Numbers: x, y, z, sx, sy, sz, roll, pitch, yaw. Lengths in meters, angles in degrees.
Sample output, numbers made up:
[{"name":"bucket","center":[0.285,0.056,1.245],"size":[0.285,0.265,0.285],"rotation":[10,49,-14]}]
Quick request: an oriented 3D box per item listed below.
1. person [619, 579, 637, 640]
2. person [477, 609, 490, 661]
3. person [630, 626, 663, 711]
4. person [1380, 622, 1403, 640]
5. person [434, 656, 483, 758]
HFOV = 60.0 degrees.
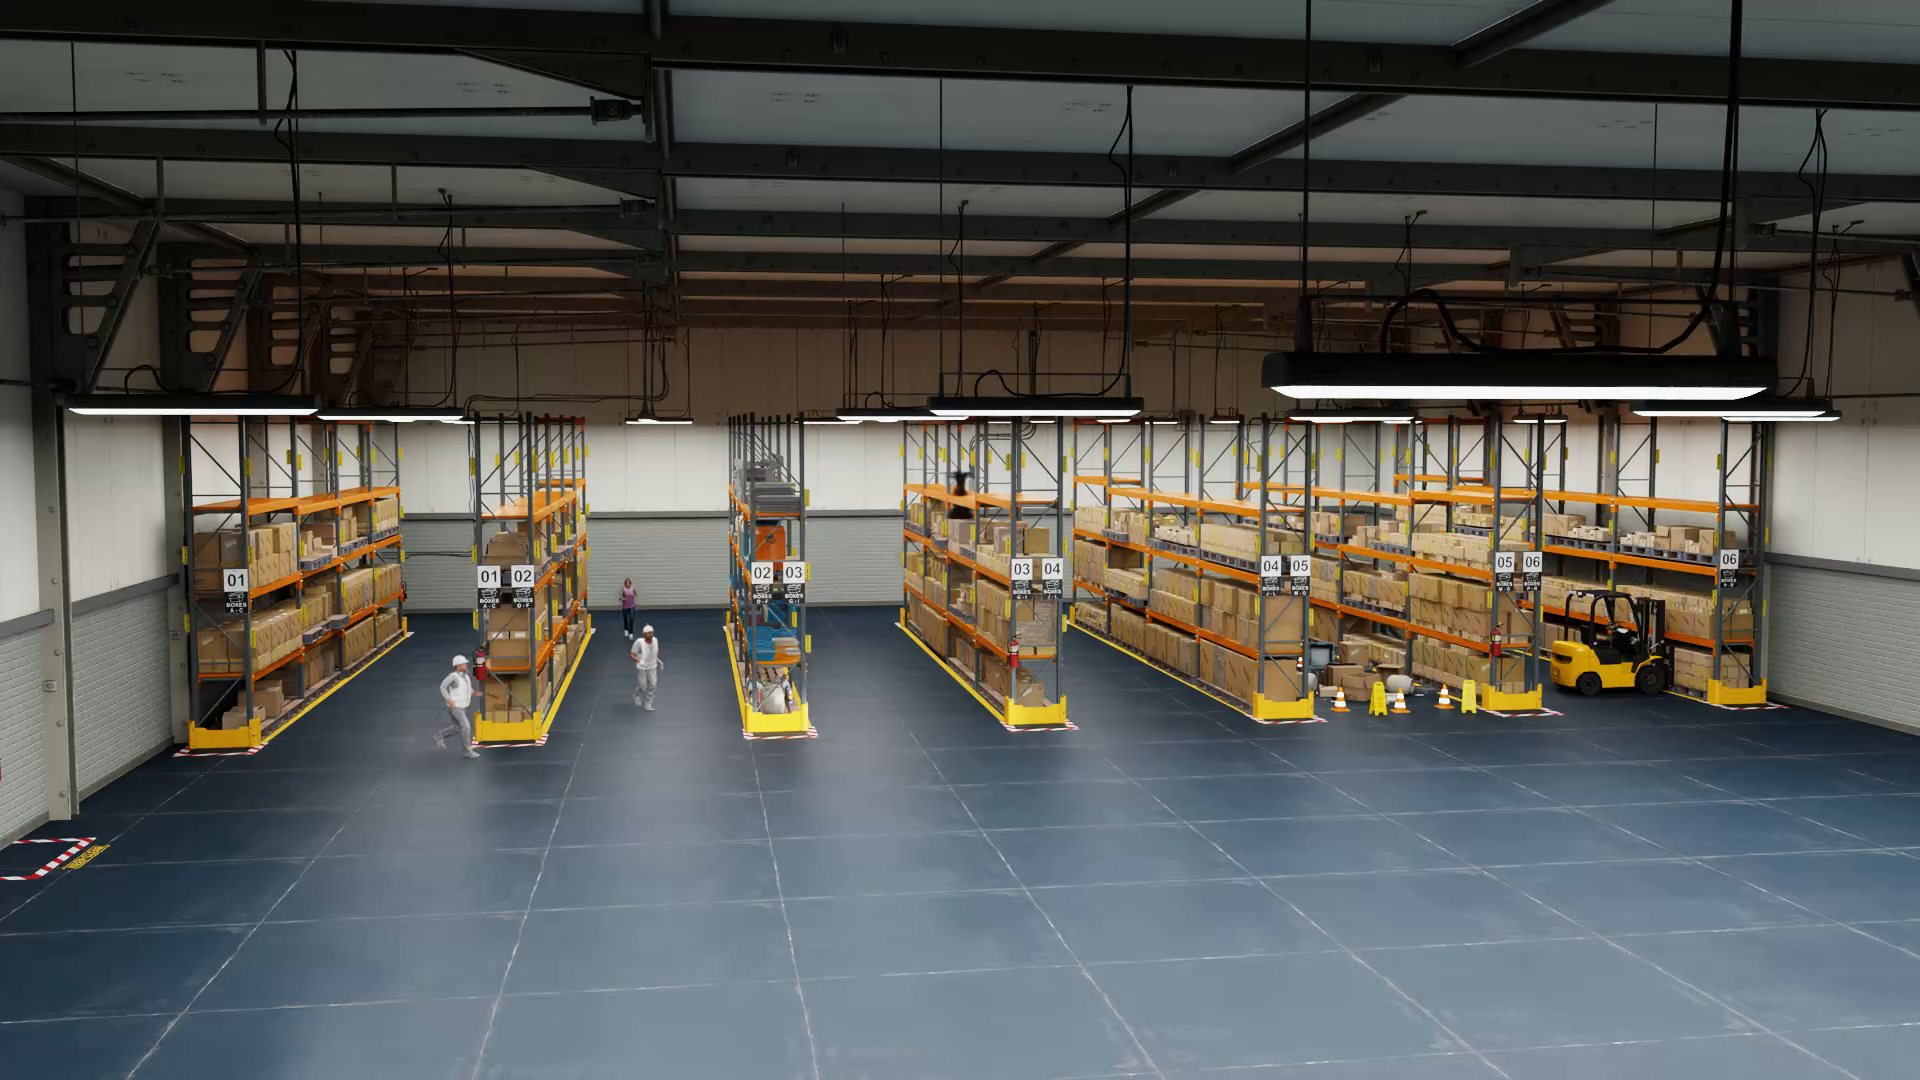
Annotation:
[{"name":"person","center":[-8.970,1.851,44.937],"size":[0.507,1.626,0.824],"rotation":[-1,4,-15]},{"name":"person","center":[-11.600,2.203,40.672],"size":[0.604,1.515,0.849],"rotation":[-2,4,-27]},{"name":"person","center":[-6.377,2.581,33.648],"size":[0.680,1.732,0.787],"rotation":[-3,5,-35]},{"name":"person","center":[11.199,1.926,43.195],"size":[0.706,1.734,0.875],"rotation":[-1,4,-18]},{"name":"person","center":[-8.774,2.884,28.885],"size":[0.934,1.771,0.645],"rotation":[1,4,12]}]
